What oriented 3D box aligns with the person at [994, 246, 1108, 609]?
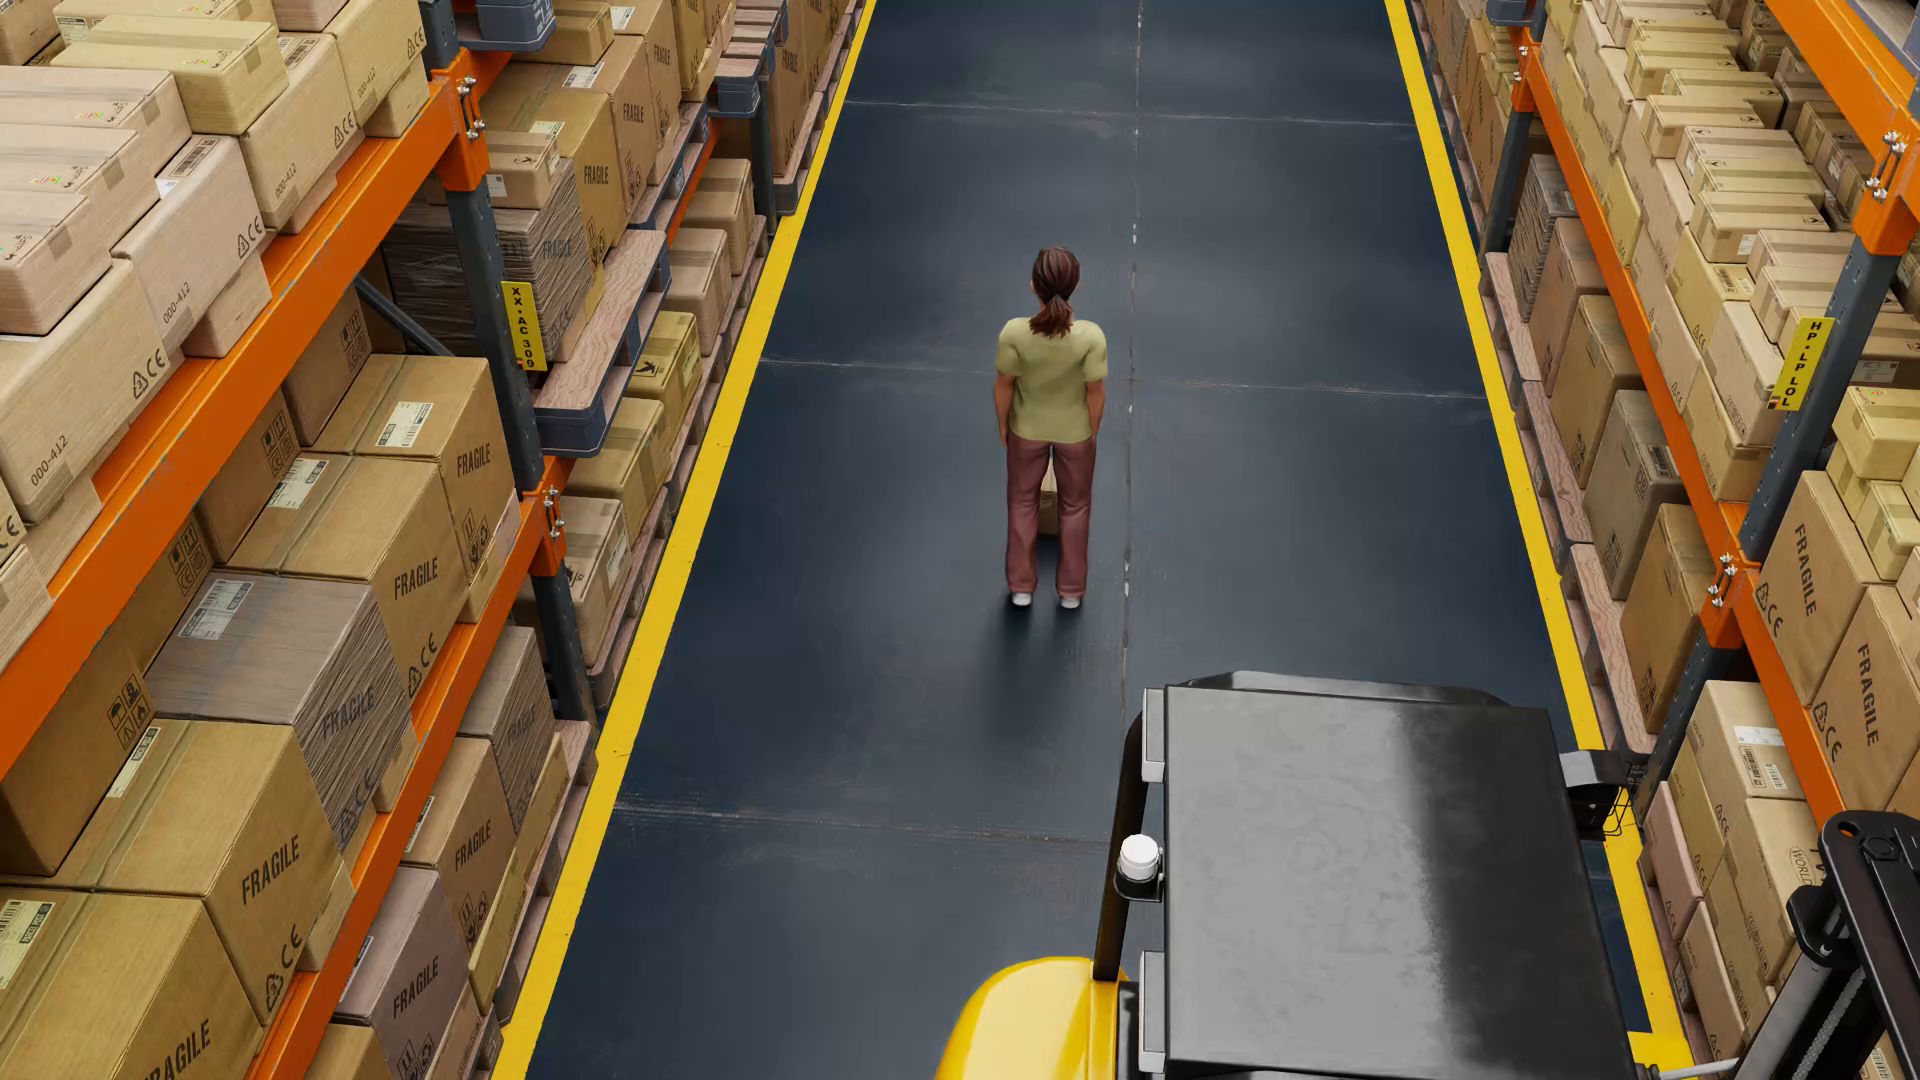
[{"bbox_3d":[0.354,-0.421,6.667,0.443,1.680,0.362,4,40,5],"label":"person"}]
